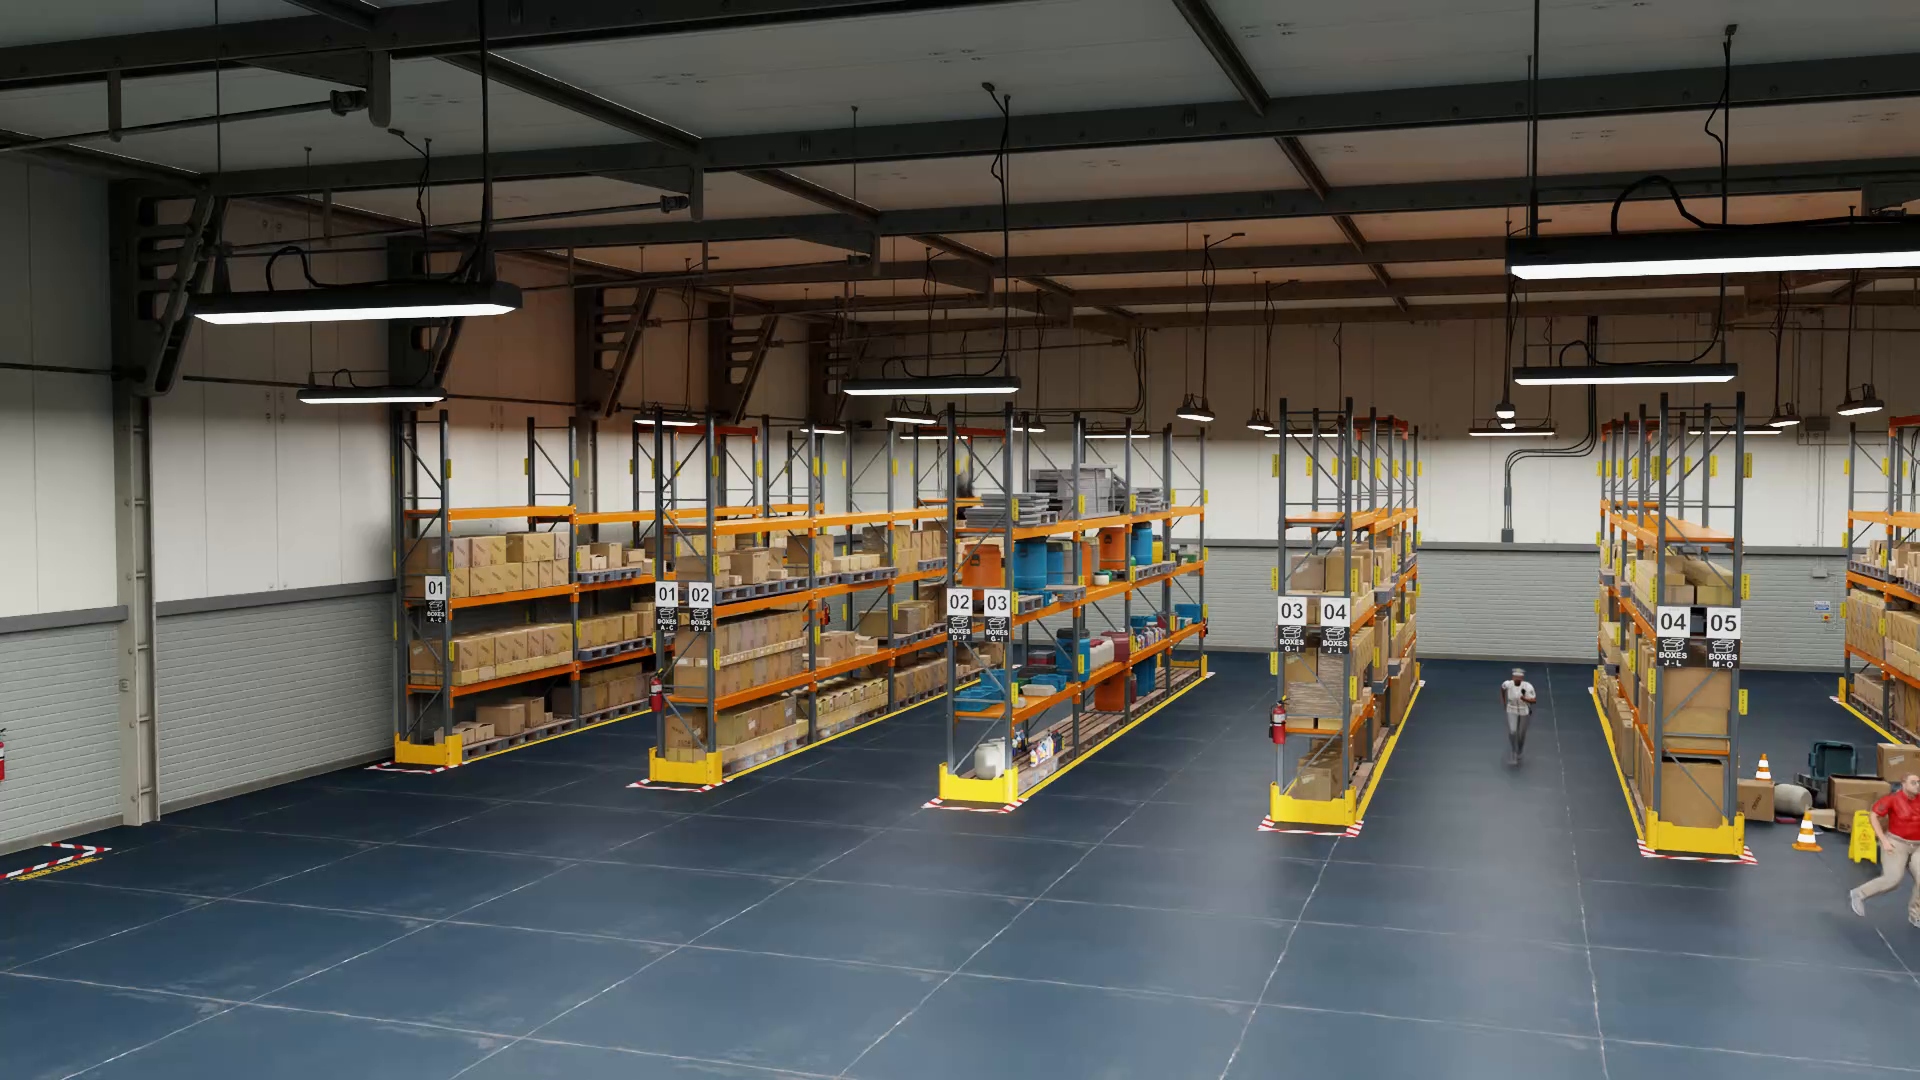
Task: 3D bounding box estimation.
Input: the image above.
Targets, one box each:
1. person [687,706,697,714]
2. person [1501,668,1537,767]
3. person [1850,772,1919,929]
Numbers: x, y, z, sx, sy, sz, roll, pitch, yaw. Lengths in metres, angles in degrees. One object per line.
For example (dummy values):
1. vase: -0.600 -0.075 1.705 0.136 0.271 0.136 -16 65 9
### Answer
1. person: -4.959 2.798 30.877 0.658 1.779 1.126 0 2 11
2. person: 9.459 2.975 28.174 0.570 1.673 0.911 1 3 17
3. person: 10.322 3.407 18.282 0.864 1.732 0.649 -1 3 -14
